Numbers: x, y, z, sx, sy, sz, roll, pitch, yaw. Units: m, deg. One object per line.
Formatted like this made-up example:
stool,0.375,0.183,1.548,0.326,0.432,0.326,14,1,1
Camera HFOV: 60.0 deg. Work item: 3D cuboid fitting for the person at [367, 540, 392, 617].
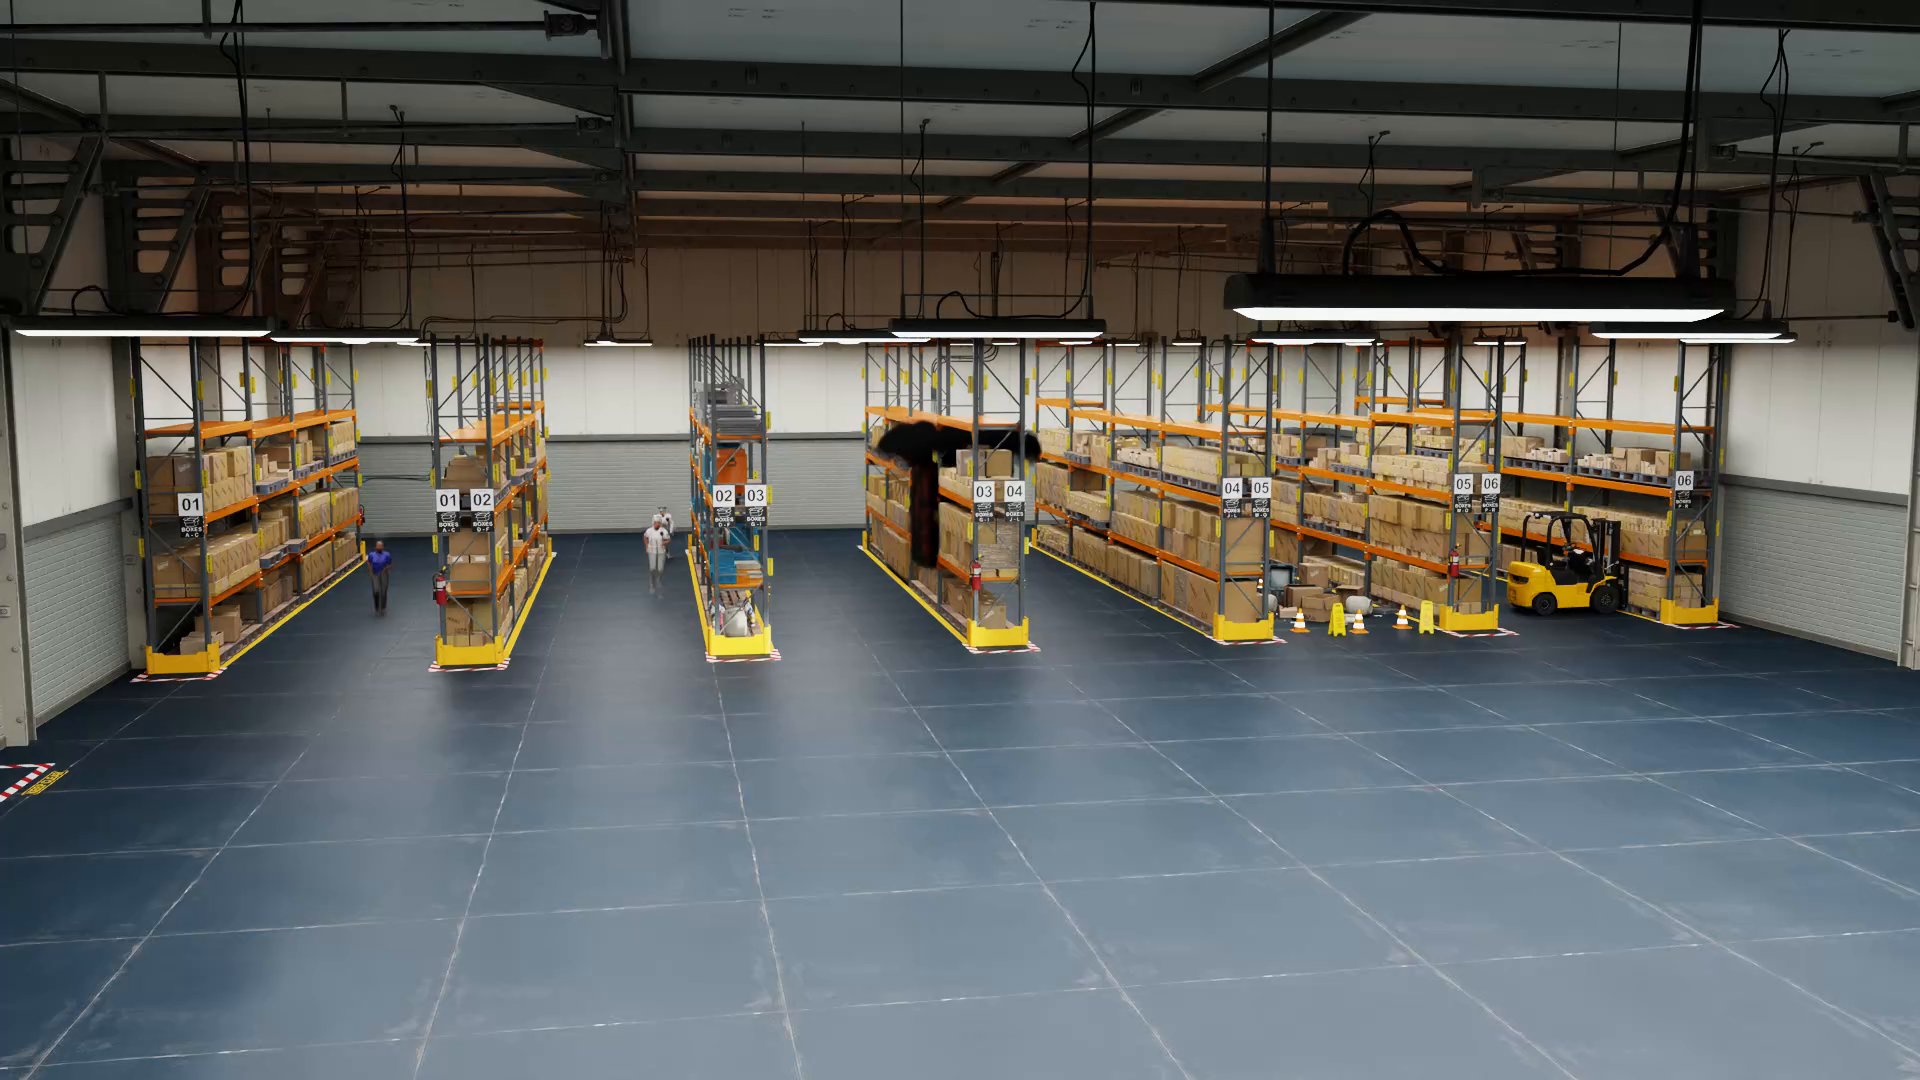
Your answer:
person,-12.473,0.831,35.773,0.496,1.670,0.801,-3,7,-21

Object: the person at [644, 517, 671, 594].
person,-6.905,0.350,37.955,0.605,1.745,0.713,-1,7,-11

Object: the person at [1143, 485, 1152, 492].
person,5.837,-1.059,51.862,0.907,1.650,0.584,-3,7,-27

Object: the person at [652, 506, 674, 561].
person,-8.041,-0.192,45.091,0.629,1.518,0.848,-3,7,-26
